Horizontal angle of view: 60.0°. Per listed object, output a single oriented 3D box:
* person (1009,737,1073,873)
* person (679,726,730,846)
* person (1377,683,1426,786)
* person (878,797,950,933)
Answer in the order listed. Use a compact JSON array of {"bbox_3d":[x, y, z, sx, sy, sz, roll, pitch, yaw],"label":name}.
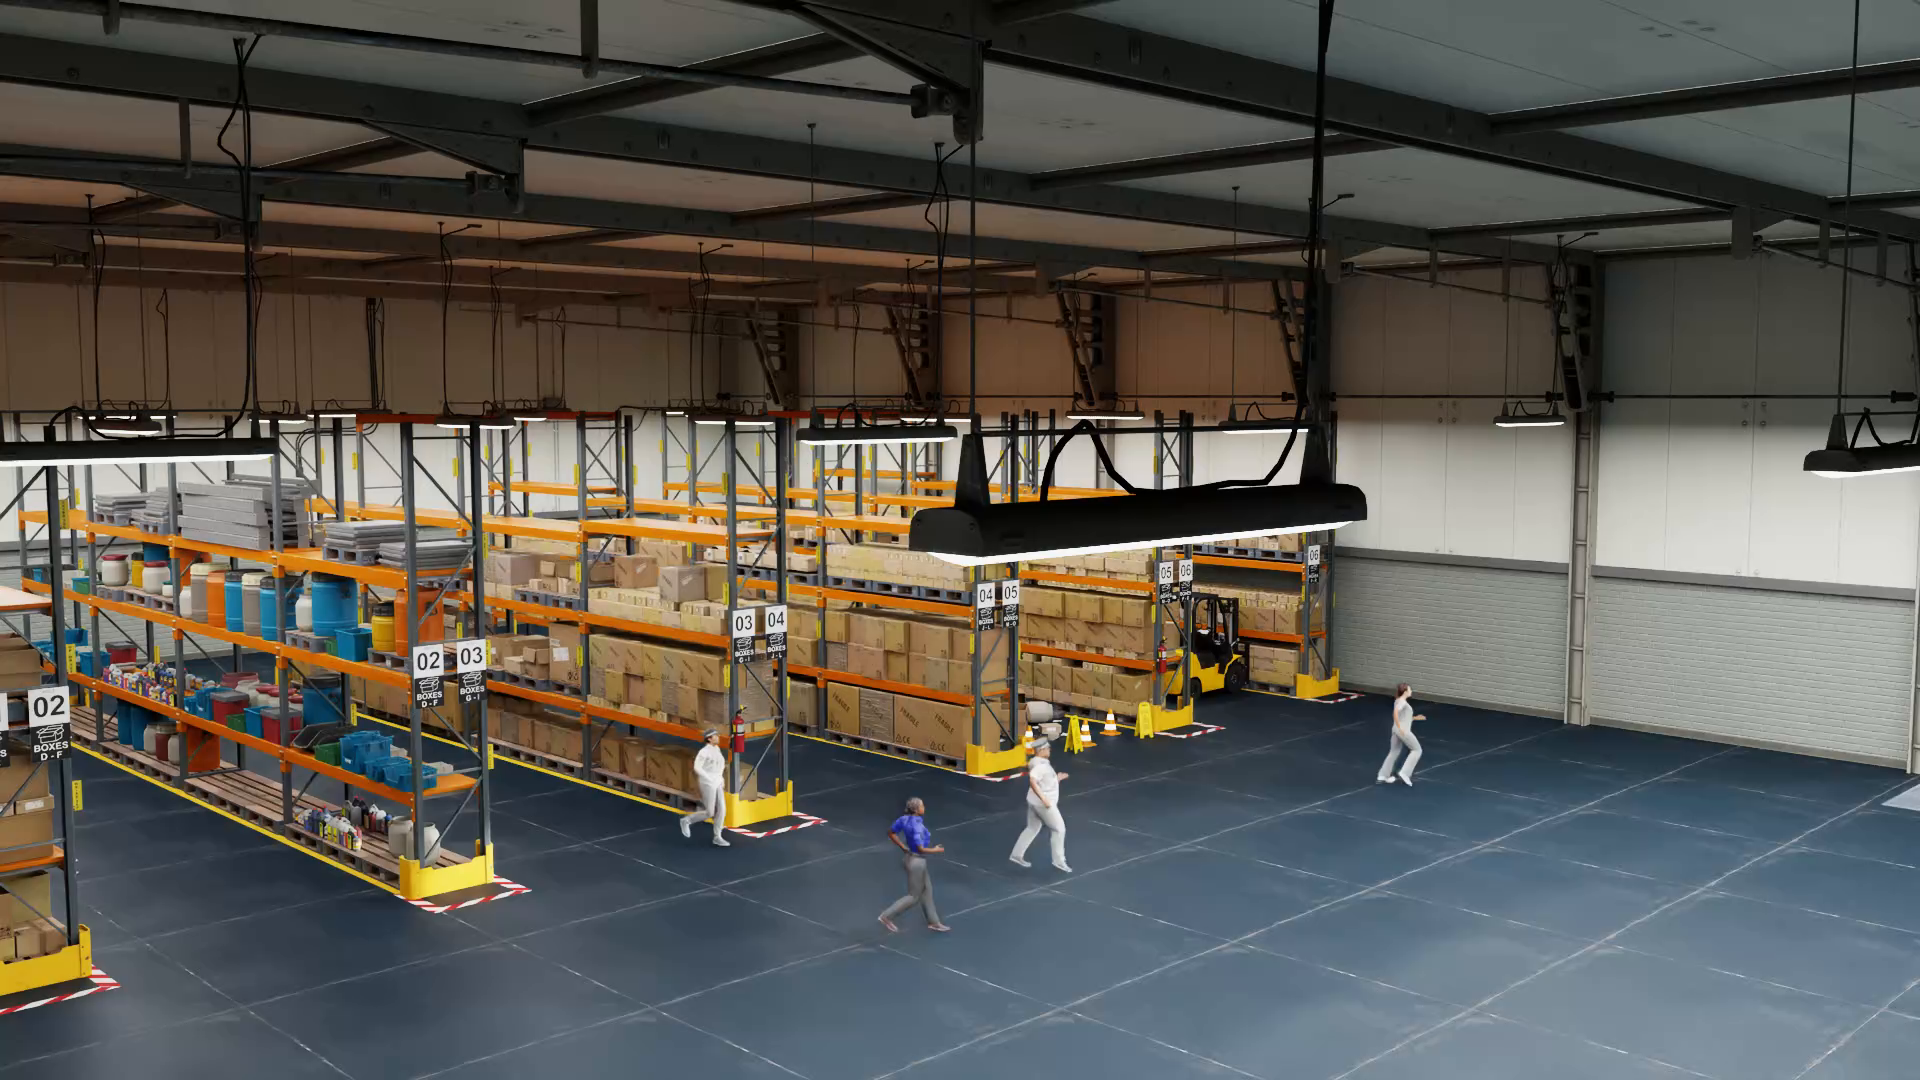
[{"bbox_3d":[1.074,3.526,22.072,0.837,1.839,0.640,-2,5,-20],"label":"person"},{"bbox_3d":[-3.531,3.462,23.600,0.783,1.640,0.674,2,5,20],"label":"person"},{"bbox_3d":[7.183,3.156,26.998,0.787,1.687,0.527,-1,5,-6],"label":"person"},{"bbox_3d":[-0.542,3.829,19.435,0.930,1.654,0.592,-2,5,-22],"label":"person"}]
